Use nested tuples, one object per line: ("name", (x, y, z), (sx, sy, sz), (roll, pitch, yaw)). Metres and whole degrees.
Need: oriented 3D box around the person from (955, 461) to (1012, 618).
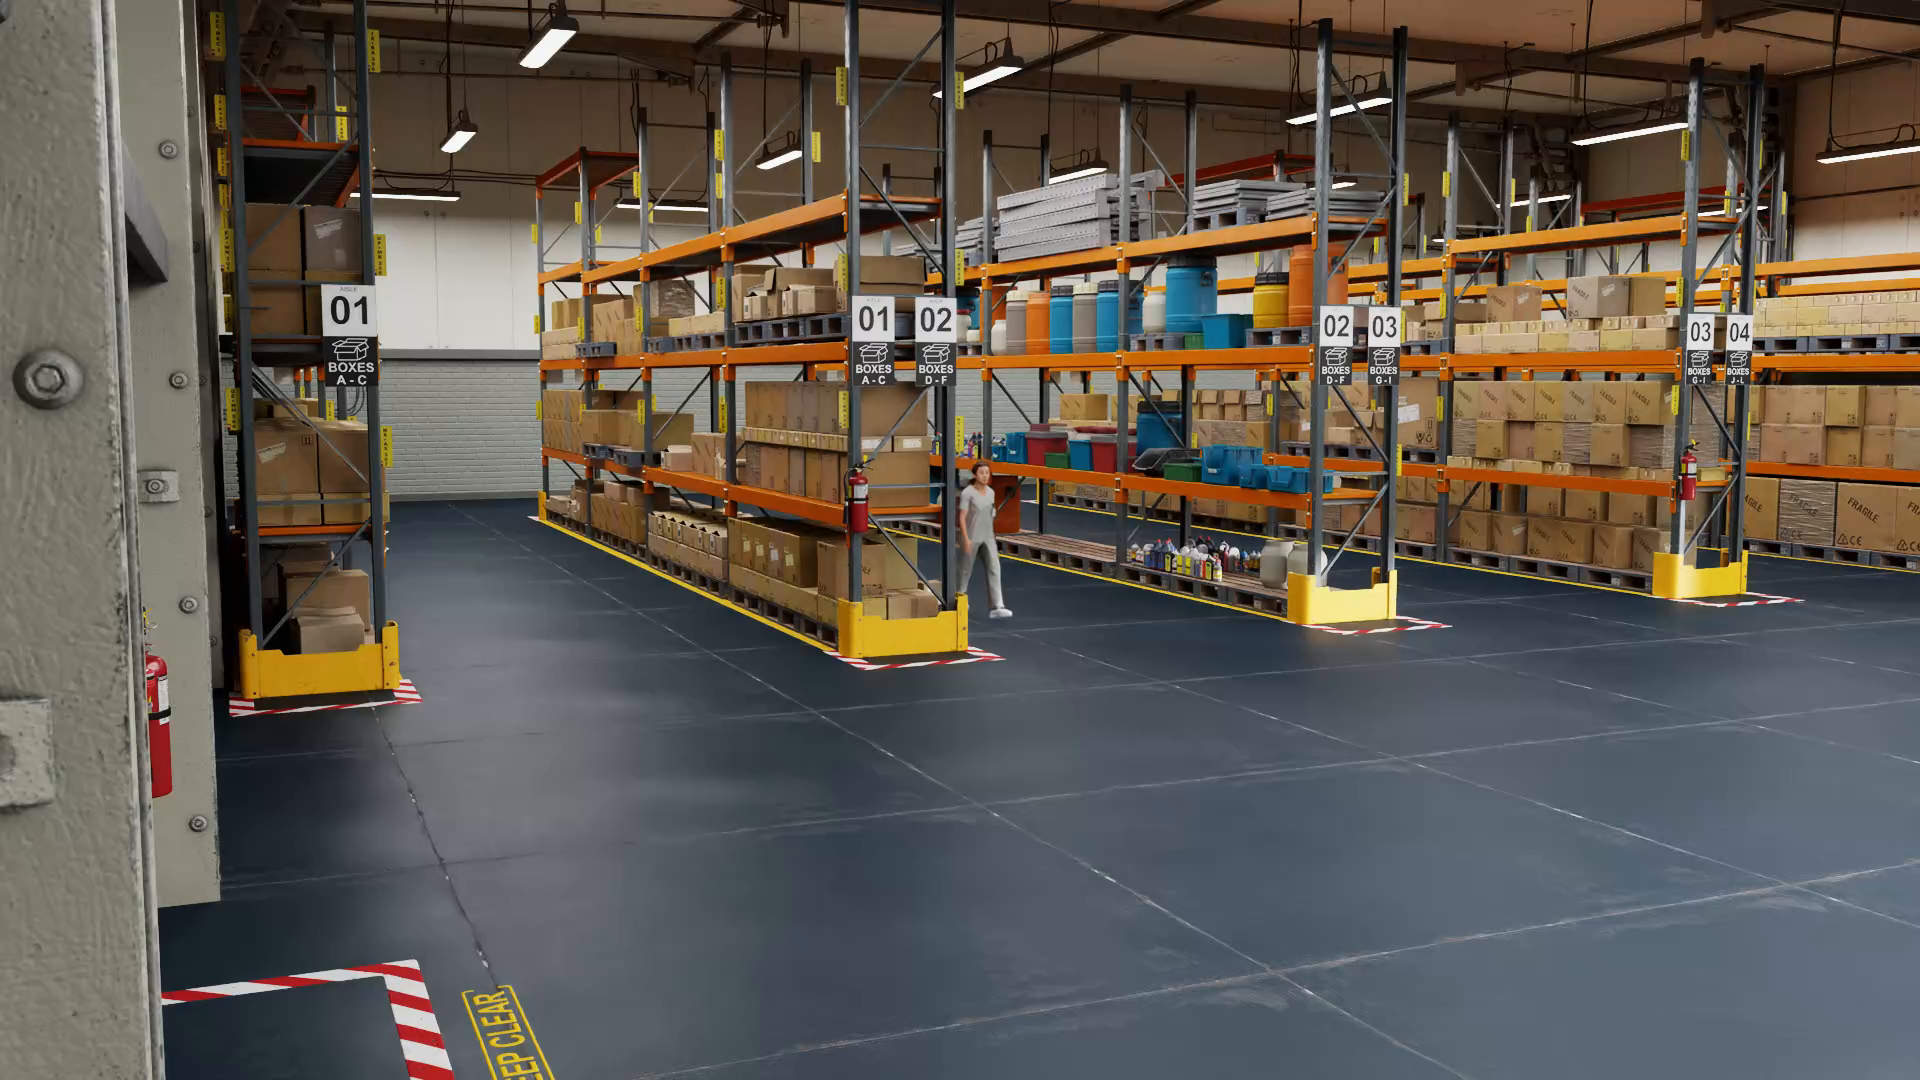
("person", (0.183, -0.014, 17.230), (0.467, 1.610, 1.053), (-3, 6, -26))
